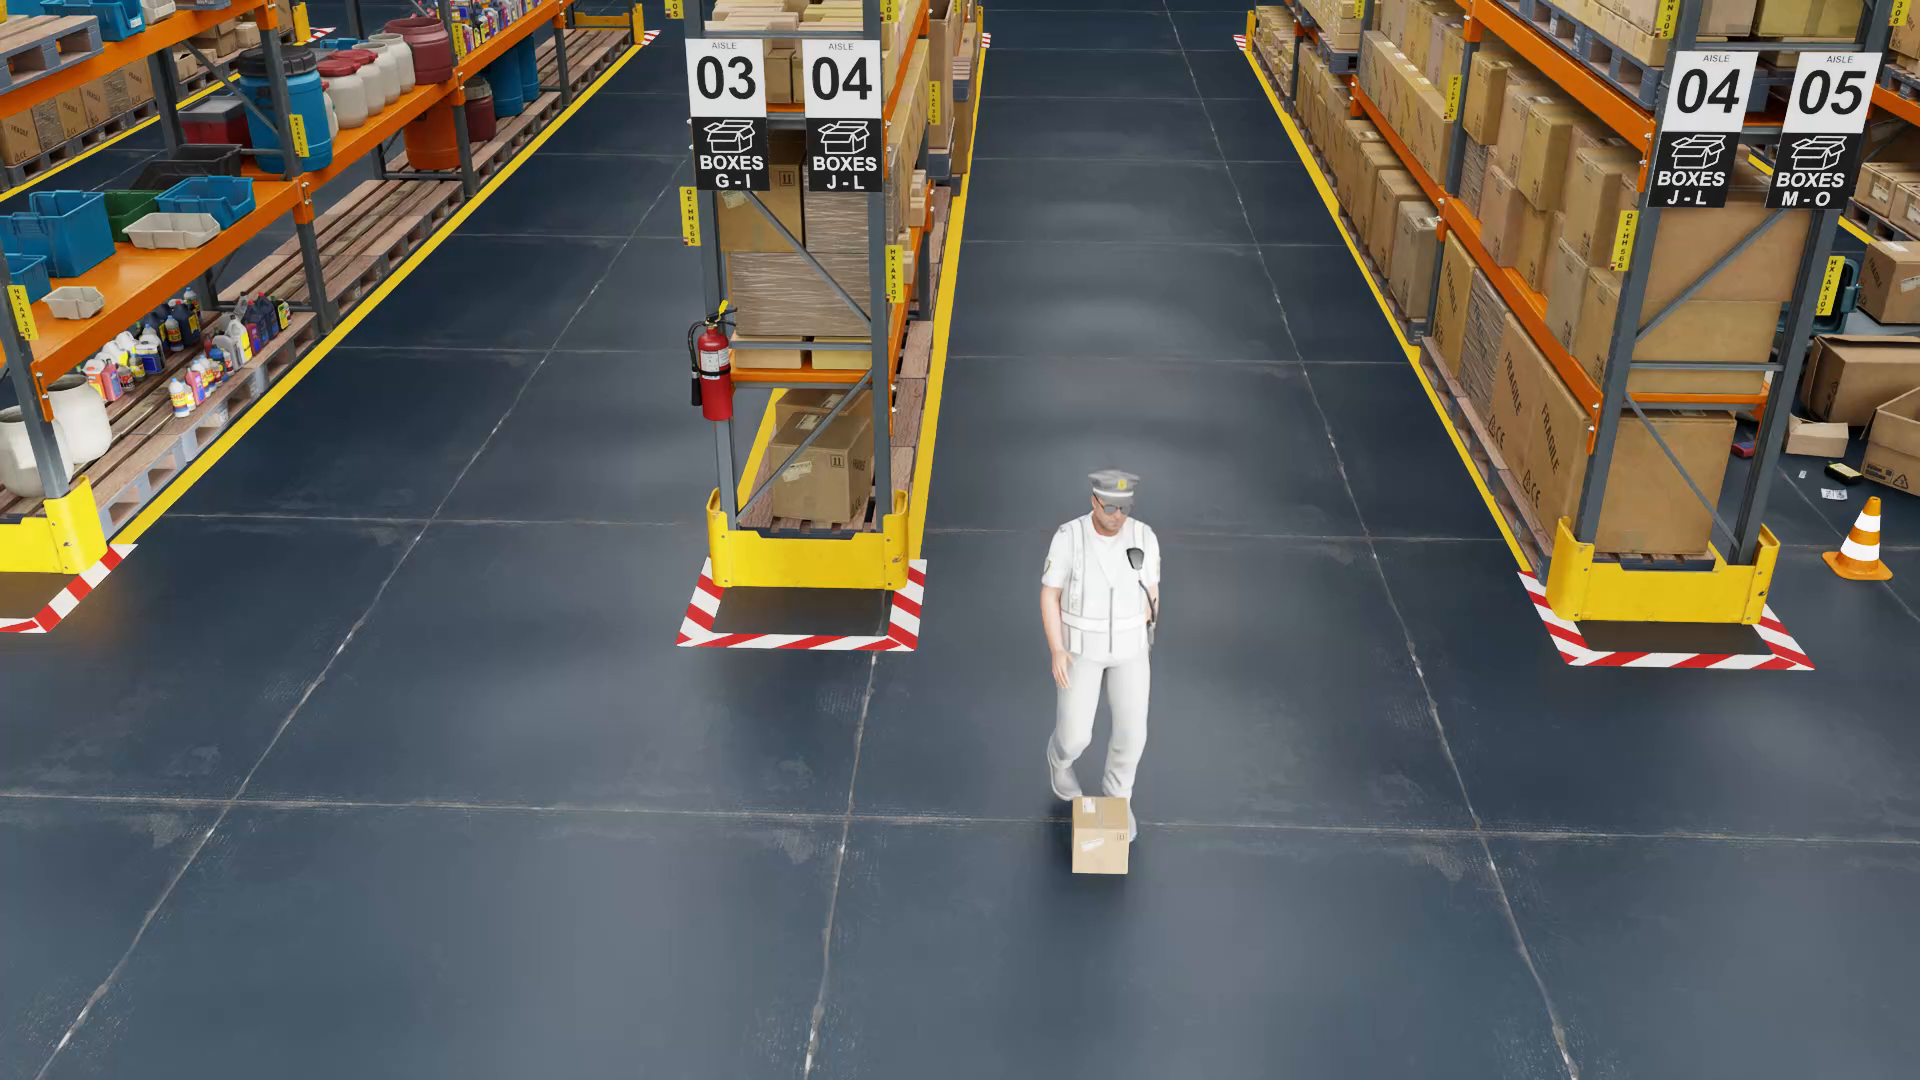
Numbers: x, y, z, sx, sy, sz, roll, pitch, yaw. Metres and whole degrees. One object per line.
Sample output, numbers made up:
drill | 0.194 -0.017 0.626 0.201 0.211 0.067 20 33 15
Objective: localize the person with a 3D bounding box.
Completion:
person | 0.669 0.527 7.676 0.566 1.723 0.624 -3 28 -6
